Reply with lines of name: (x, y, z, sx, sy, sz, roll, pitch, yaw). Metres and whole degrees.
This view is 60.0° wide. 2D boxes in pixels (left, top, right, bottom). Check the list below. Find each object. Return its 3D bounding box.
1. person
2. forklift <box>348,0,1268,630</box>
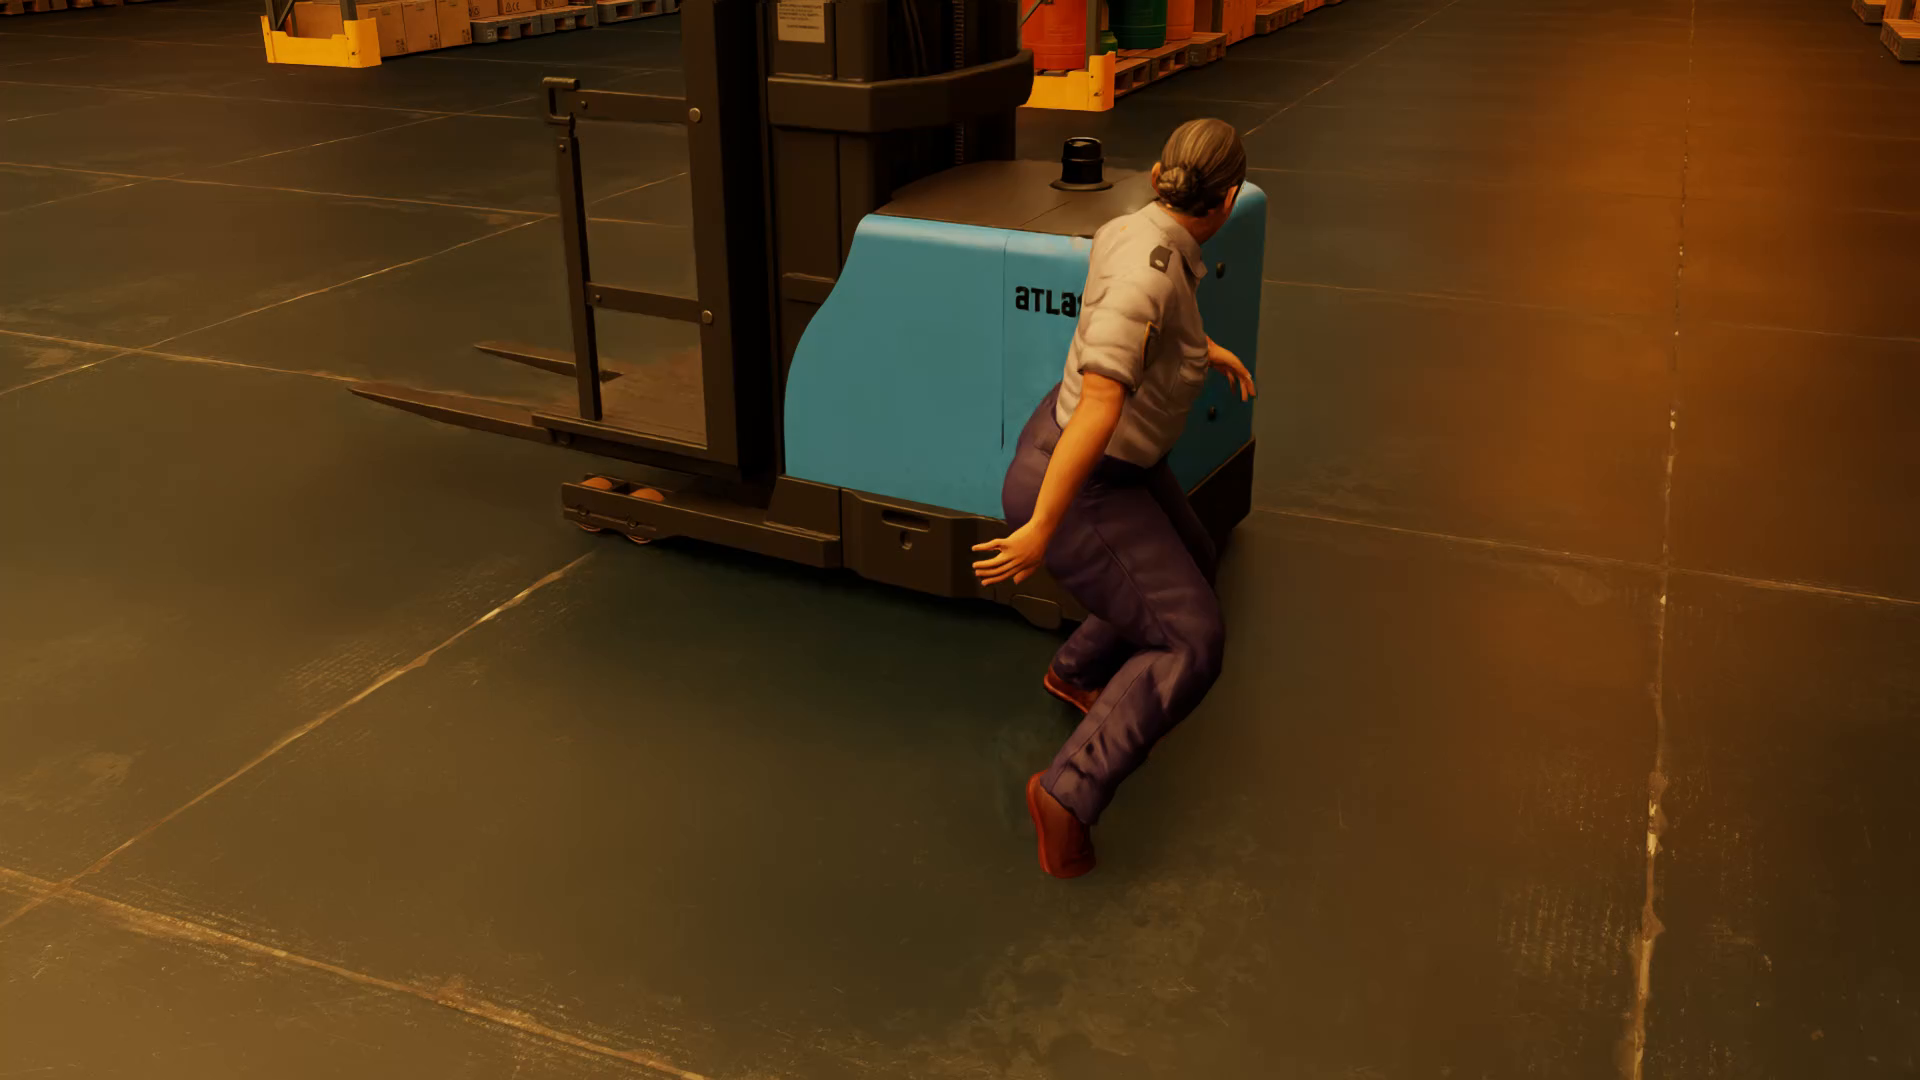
person: (0.341, -0.074, 3.469, 0.510, 1.566, 0.946, 4, 23, 10)
forklift: (-0.644, -1.505, 4.893, 3.031, 2.935, 1.130, 12, 26, 26)
